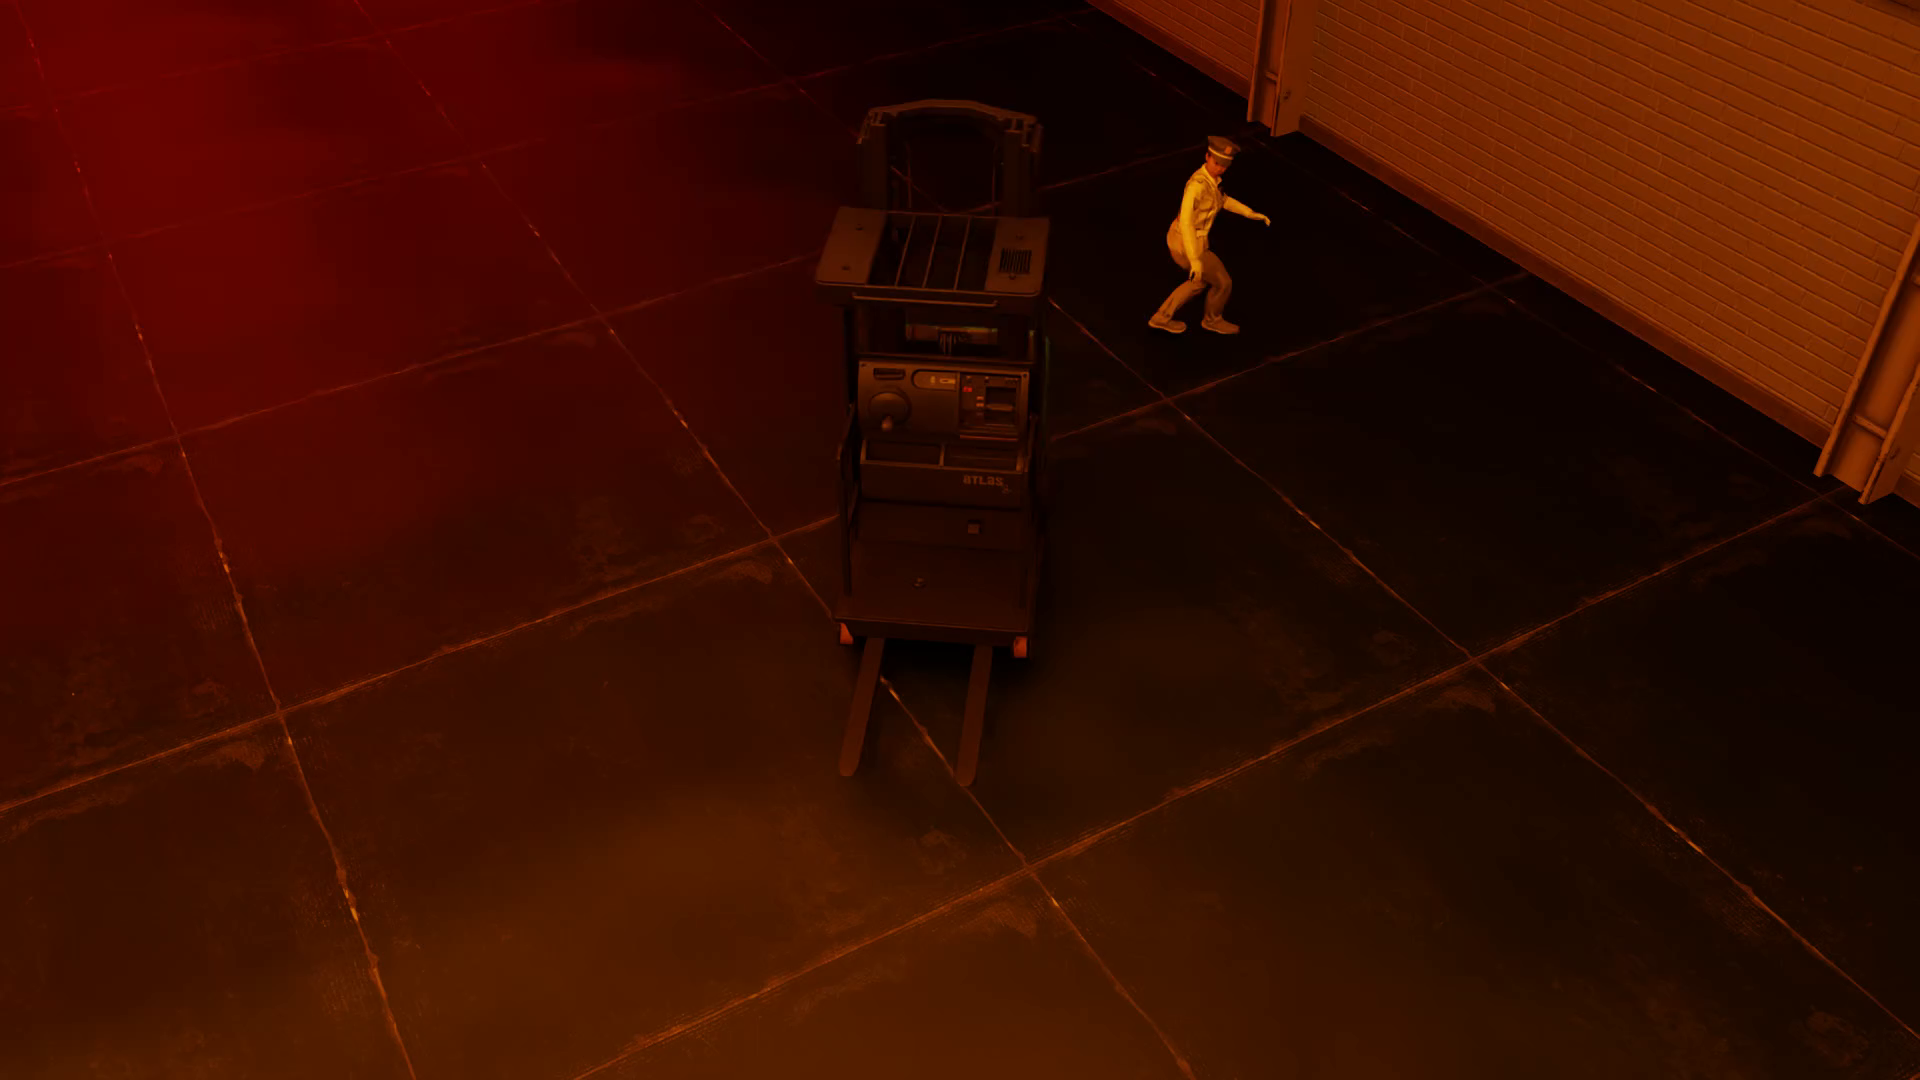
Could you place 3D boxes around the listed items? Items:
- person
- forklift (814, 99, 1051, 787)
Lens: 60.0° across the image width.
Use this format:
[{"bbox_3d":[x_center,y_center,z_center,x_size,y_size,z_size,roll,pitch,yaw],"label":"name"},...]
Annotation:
[{"bbox_3d":[1.761,-2.033,11.587,0.799,1.556,0.801,1,40,1],"label":"person"},{"bbox_3d":[-0.113,-0.685,8.862,1.130,2.935,3.031,4,40,5],"label":"forklift"}]
